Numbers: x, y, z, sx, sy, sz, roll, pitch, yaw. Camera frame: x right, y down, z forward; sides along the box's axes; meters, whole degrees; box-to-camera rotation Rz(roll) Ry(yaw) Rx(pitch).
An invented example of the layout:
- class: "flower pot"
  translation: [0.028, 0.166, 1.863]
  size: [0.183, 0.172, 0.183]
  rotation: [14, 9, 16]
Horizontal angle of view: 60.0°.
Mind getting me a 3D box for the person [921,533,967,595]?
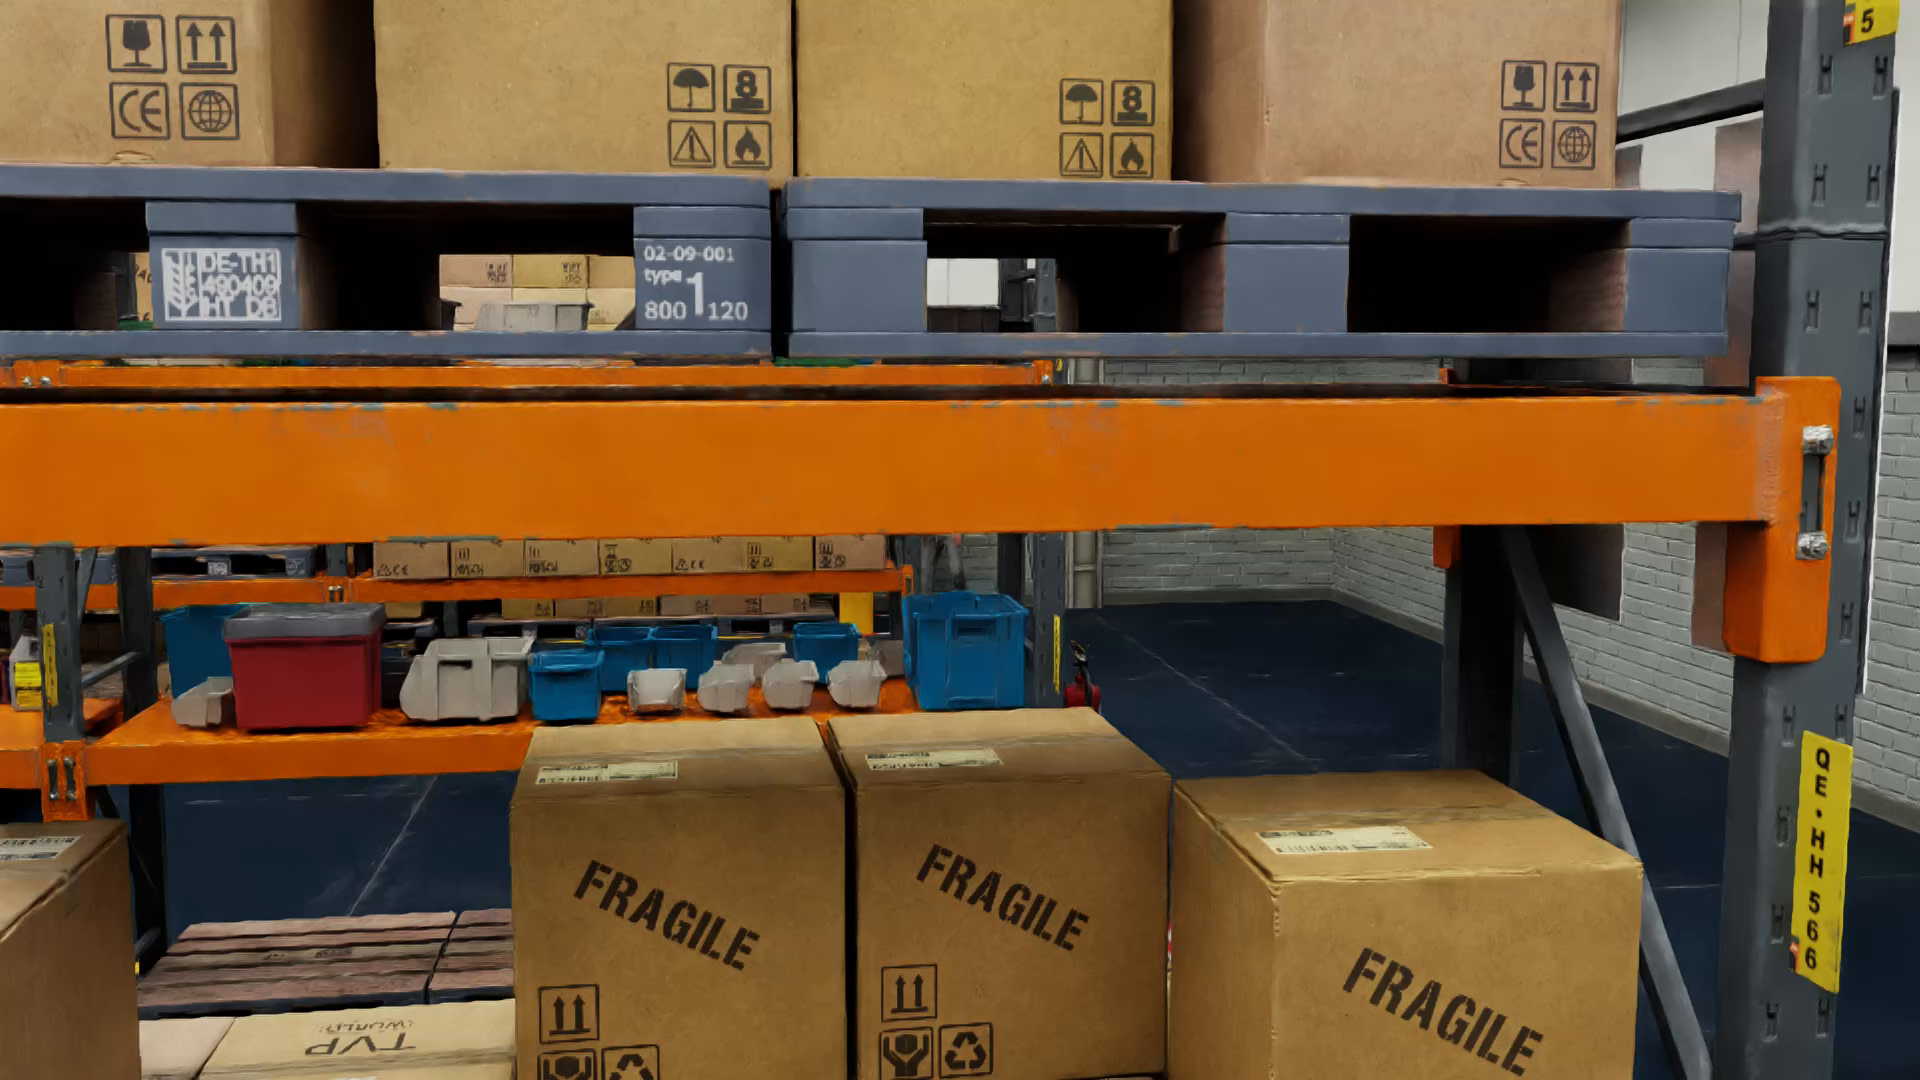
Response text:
- class: "person"
  translation: [-0.210, -0.075, 18.090]
  size: [0.654, 1.769, 0.553]
  rotation: [3, 7, 28]
